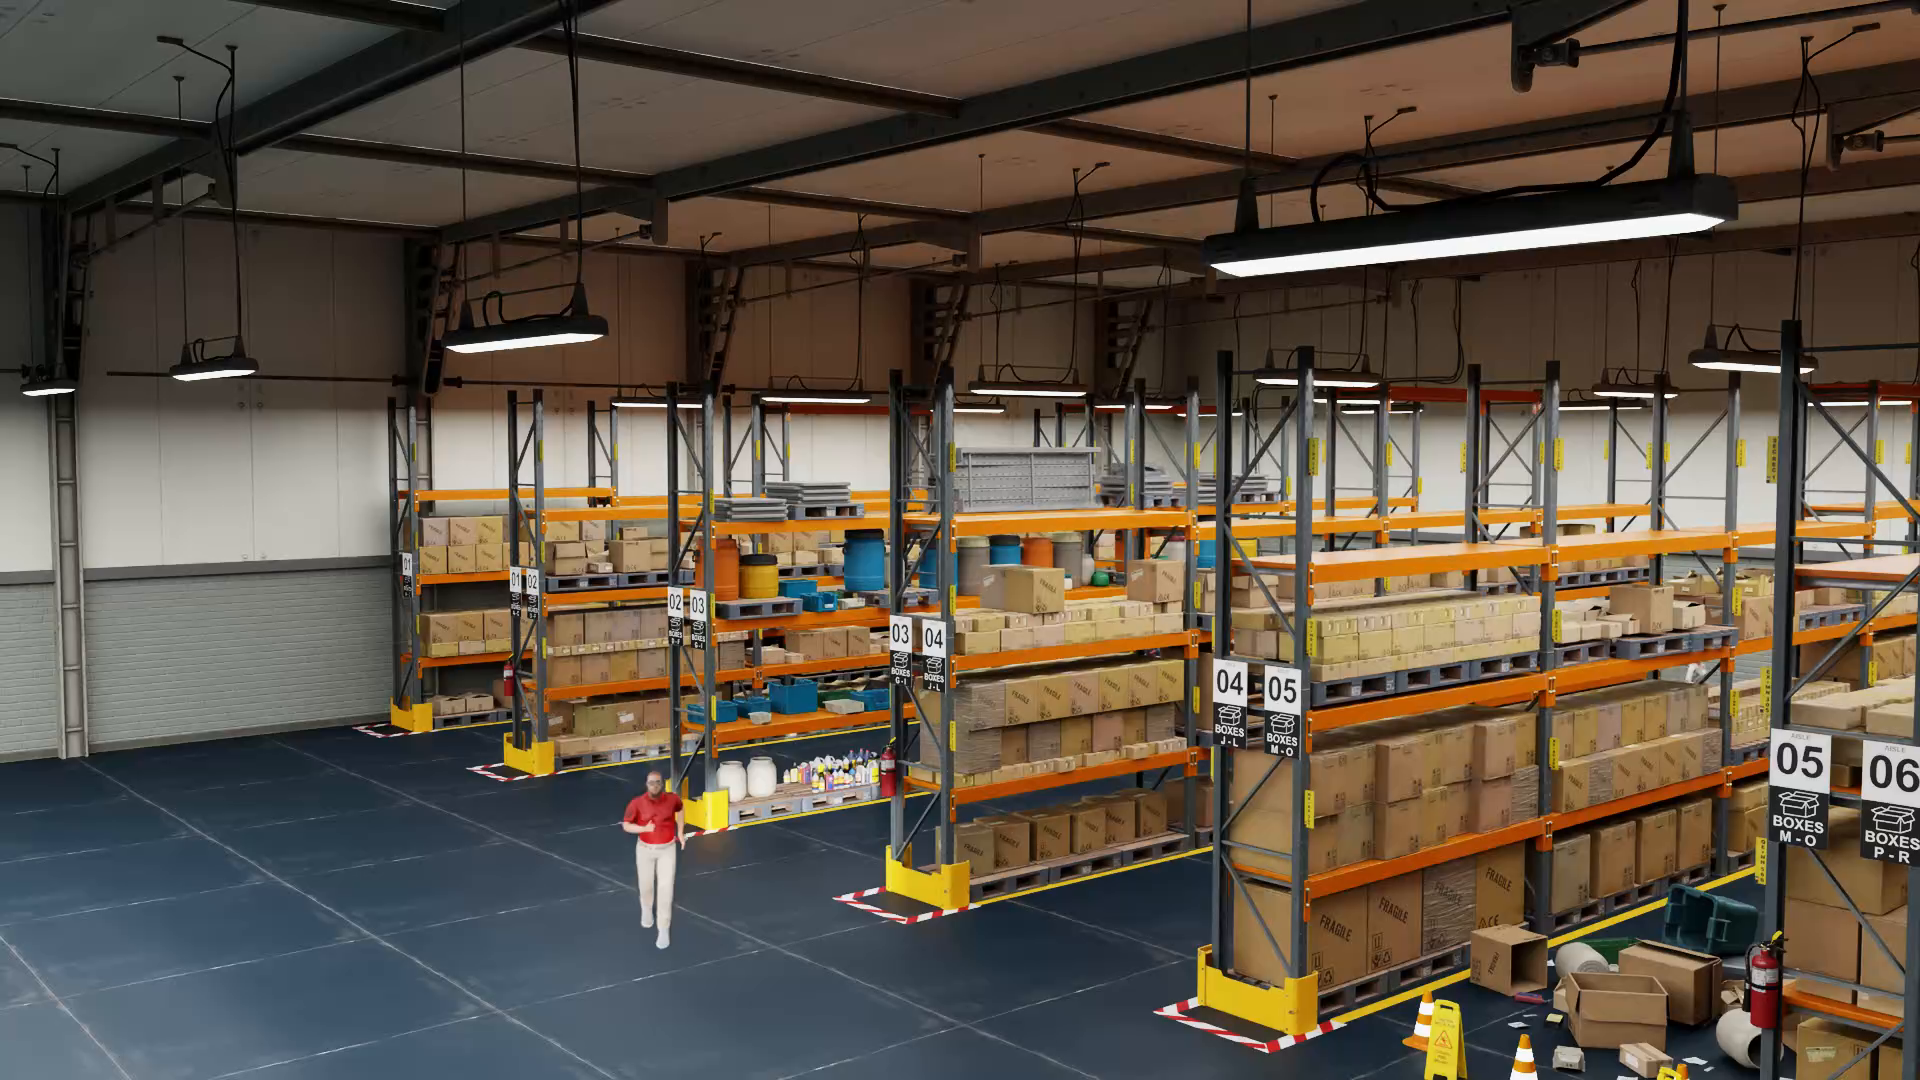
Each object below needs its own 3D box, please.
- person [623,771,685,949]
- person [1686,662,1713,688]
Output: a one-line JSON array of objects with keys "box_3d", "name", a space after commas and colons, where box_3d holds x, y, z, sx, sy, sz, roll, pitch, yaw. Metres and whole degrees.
[{"box_3d": [-3.181, 3.266, 17.337, 0.650, 1.747, 0.959, -1, 3, -13], "name": "person"}, {"box_3d": [12.931, 2.699, 29.193, 0.598, 1.558, 0.686, -2, 4, -33], "name": "person"}]
